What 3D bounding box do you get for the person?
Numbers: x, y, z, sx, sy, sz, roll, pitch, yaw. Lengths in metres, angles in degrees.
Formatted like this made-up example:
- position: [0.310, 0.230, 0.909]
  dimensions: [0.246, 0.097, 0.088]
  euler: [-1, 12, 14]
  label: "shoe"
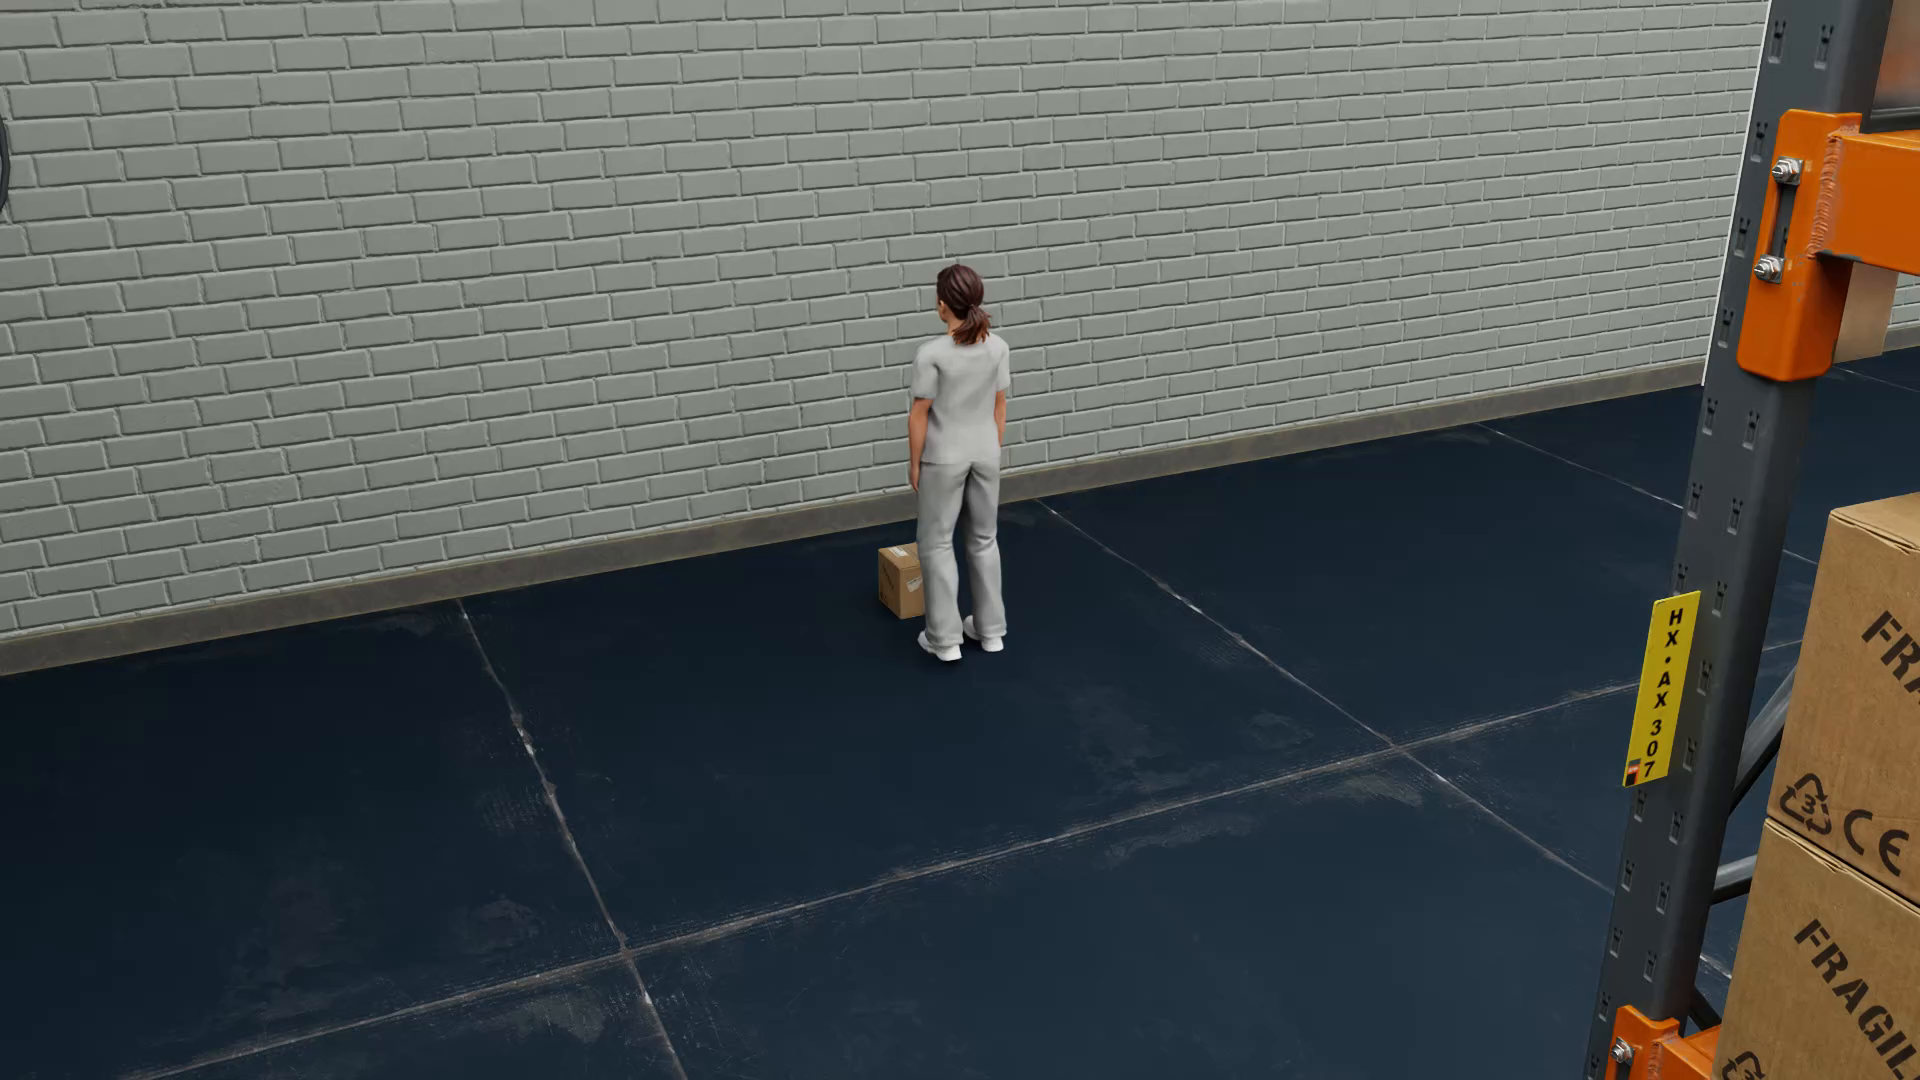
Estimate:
- position: [-0.008, -0.304, 6.863]
  dimensions: [0.438, 1.683, 0.348]
  euler: [-10, 24, -22]
  label: "person"
